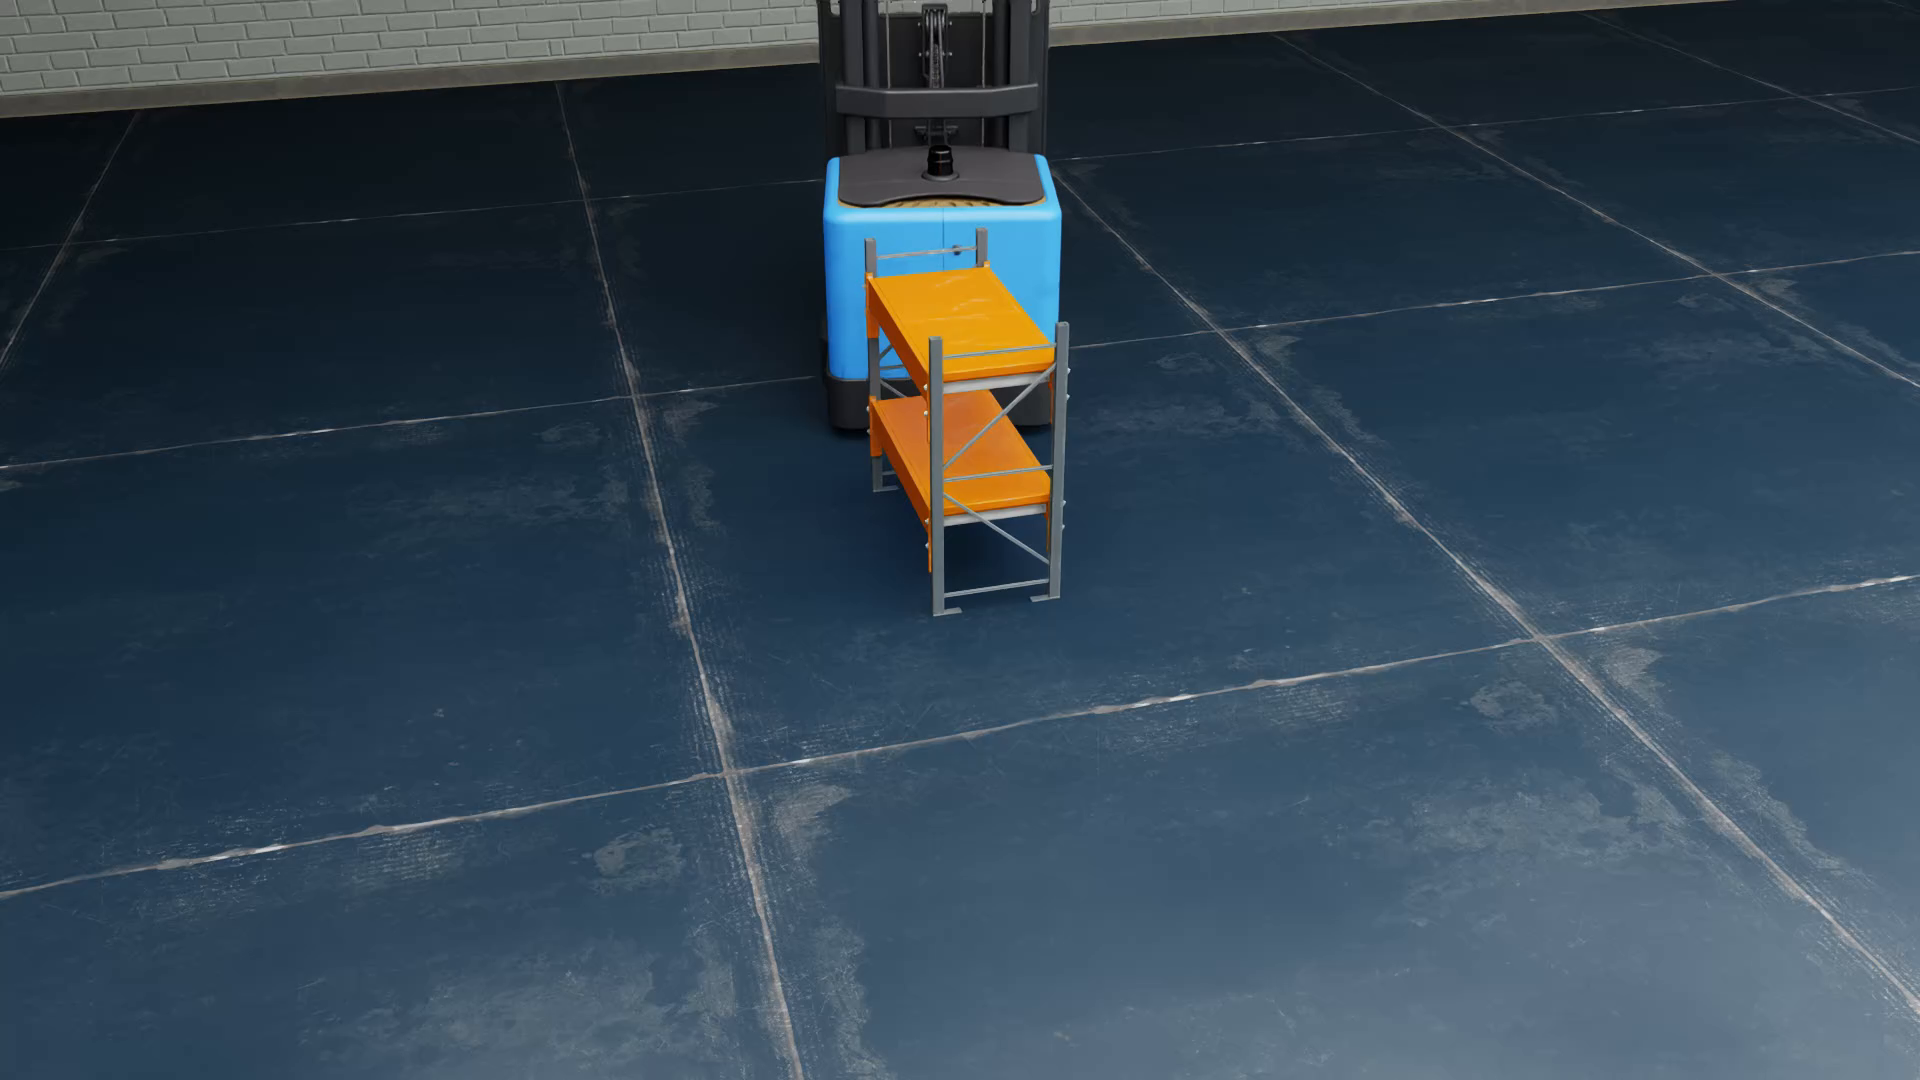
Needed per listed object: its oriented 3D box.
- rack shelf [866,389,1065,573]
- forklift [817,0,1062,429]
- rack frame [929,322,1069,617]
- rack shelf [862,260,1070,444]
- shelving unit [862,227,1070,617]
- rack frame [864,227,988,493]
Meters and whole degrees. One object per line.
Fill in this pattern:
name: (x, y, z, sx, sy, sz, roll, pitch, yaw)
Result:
rack shelf: (0.002, -0.272, 6.585, 0.538, 0.278, 1.000, -8, 31, -13)
forklift: (-0.136, -2.472, 8.094, 1.130, 2.935, 3.031, -1, 30, -2)
rack frame: (0.137, -0.238, 6.038, 0.500, 1.125, 0.032, -8, 31, -13)
rack shelf: (0.002, -0.737, 6.316, 0.538, 0.278, 1.000, -8, 31, -13)
shelving unit: (0.002, -0.484, 6.463, 0.538, 1.125, 1.048, -8, 31, -13)
rack frame: (-0.133, -0.729, 6.887, 0.500, 1.125, 0.032, -8, 31, -13)
